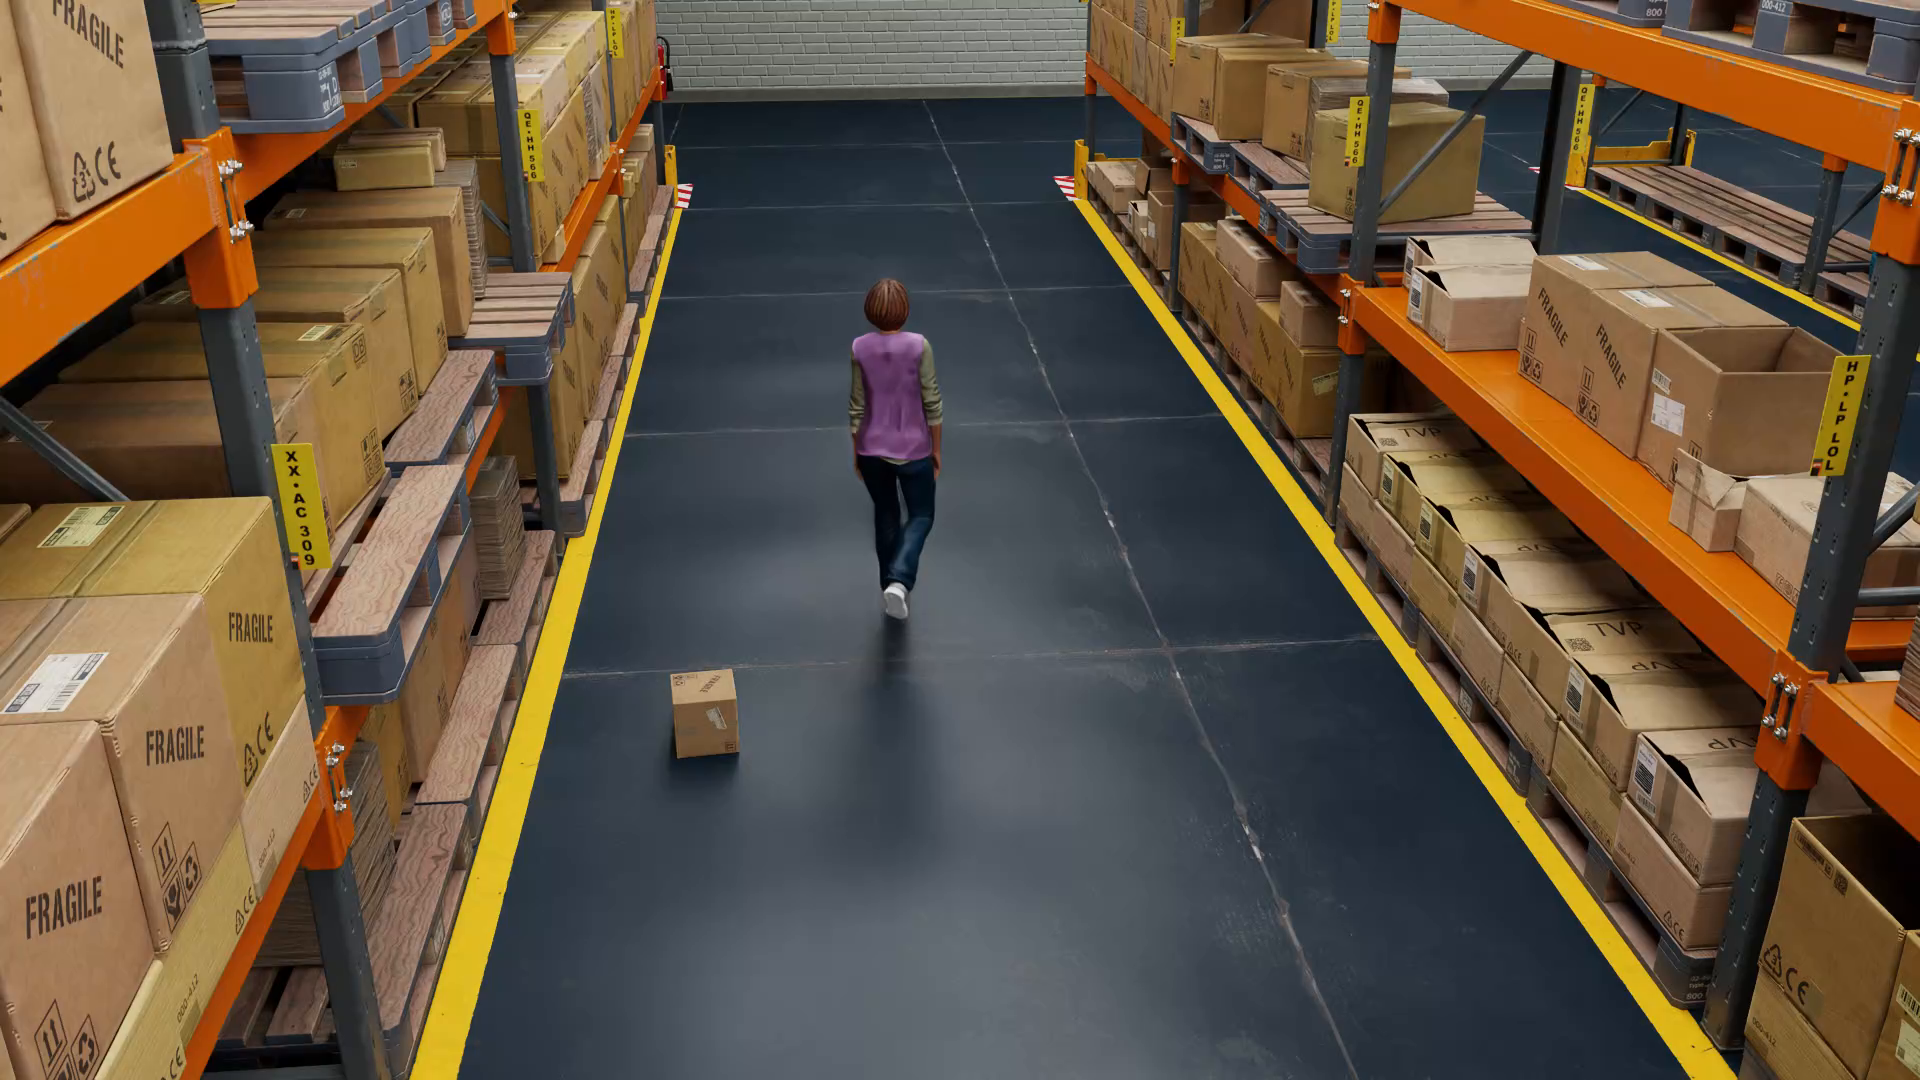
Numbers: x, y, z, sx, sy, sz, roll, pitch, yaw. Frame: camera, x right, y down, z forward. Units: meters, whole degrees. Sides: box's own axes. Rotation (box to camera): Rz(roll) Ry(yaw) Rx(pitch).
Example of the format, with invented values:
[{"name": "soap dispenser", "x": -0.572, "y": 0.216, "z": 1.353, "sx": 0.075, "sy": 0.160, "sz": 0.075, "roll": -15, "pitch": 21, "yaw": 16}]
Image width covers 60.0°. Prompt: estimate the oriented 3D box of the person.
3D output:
[{"name": "person", "x": -0.294, "y": -0.365, "z": 7.389, "sx": 0.424, "sy": 1.578, "sz": 0.660, "roll": 4, "pitch": 24, "yaw": 8}]
